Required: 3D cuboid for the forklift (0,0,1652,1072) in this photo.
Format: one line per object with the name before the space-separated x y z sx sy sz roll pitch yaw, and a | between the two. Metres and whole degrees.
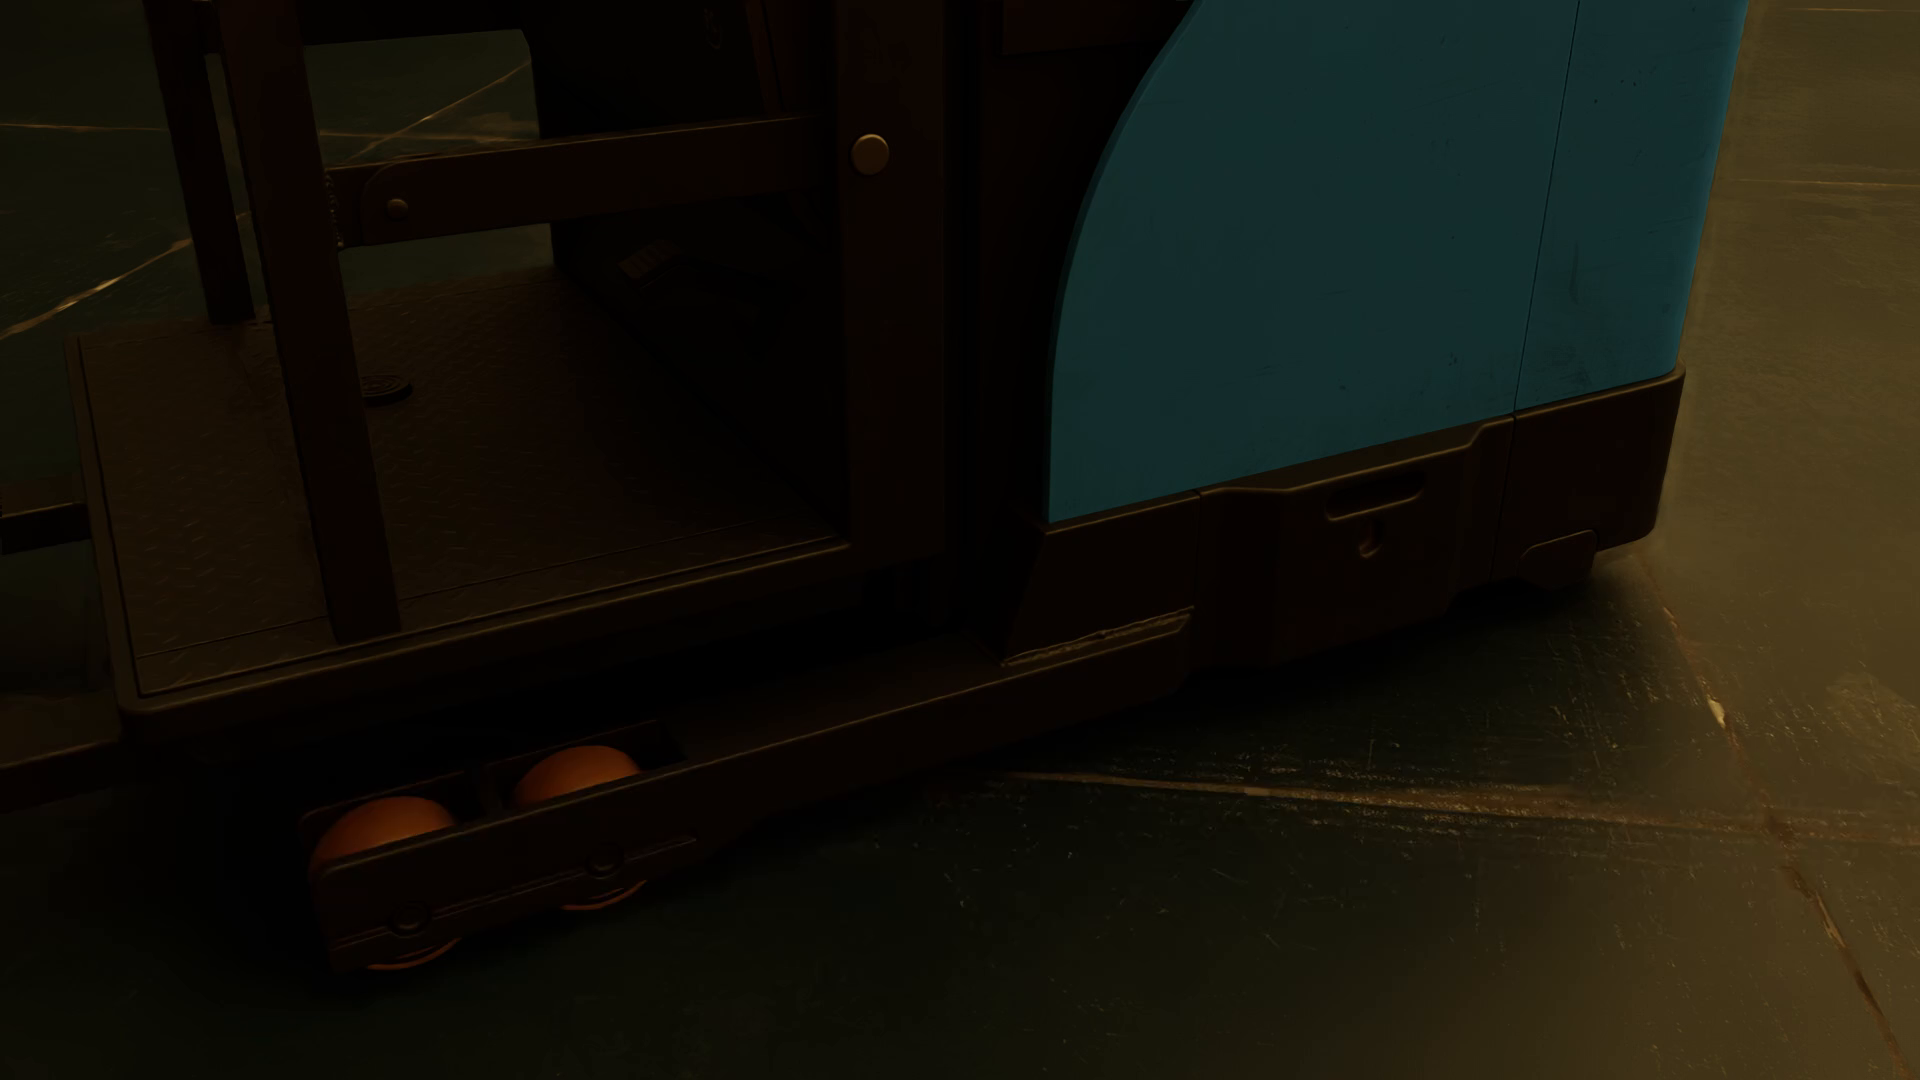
forklift | -0.447 -1.097 1.415 3.031 2.935 1.130 -23 34 -38
